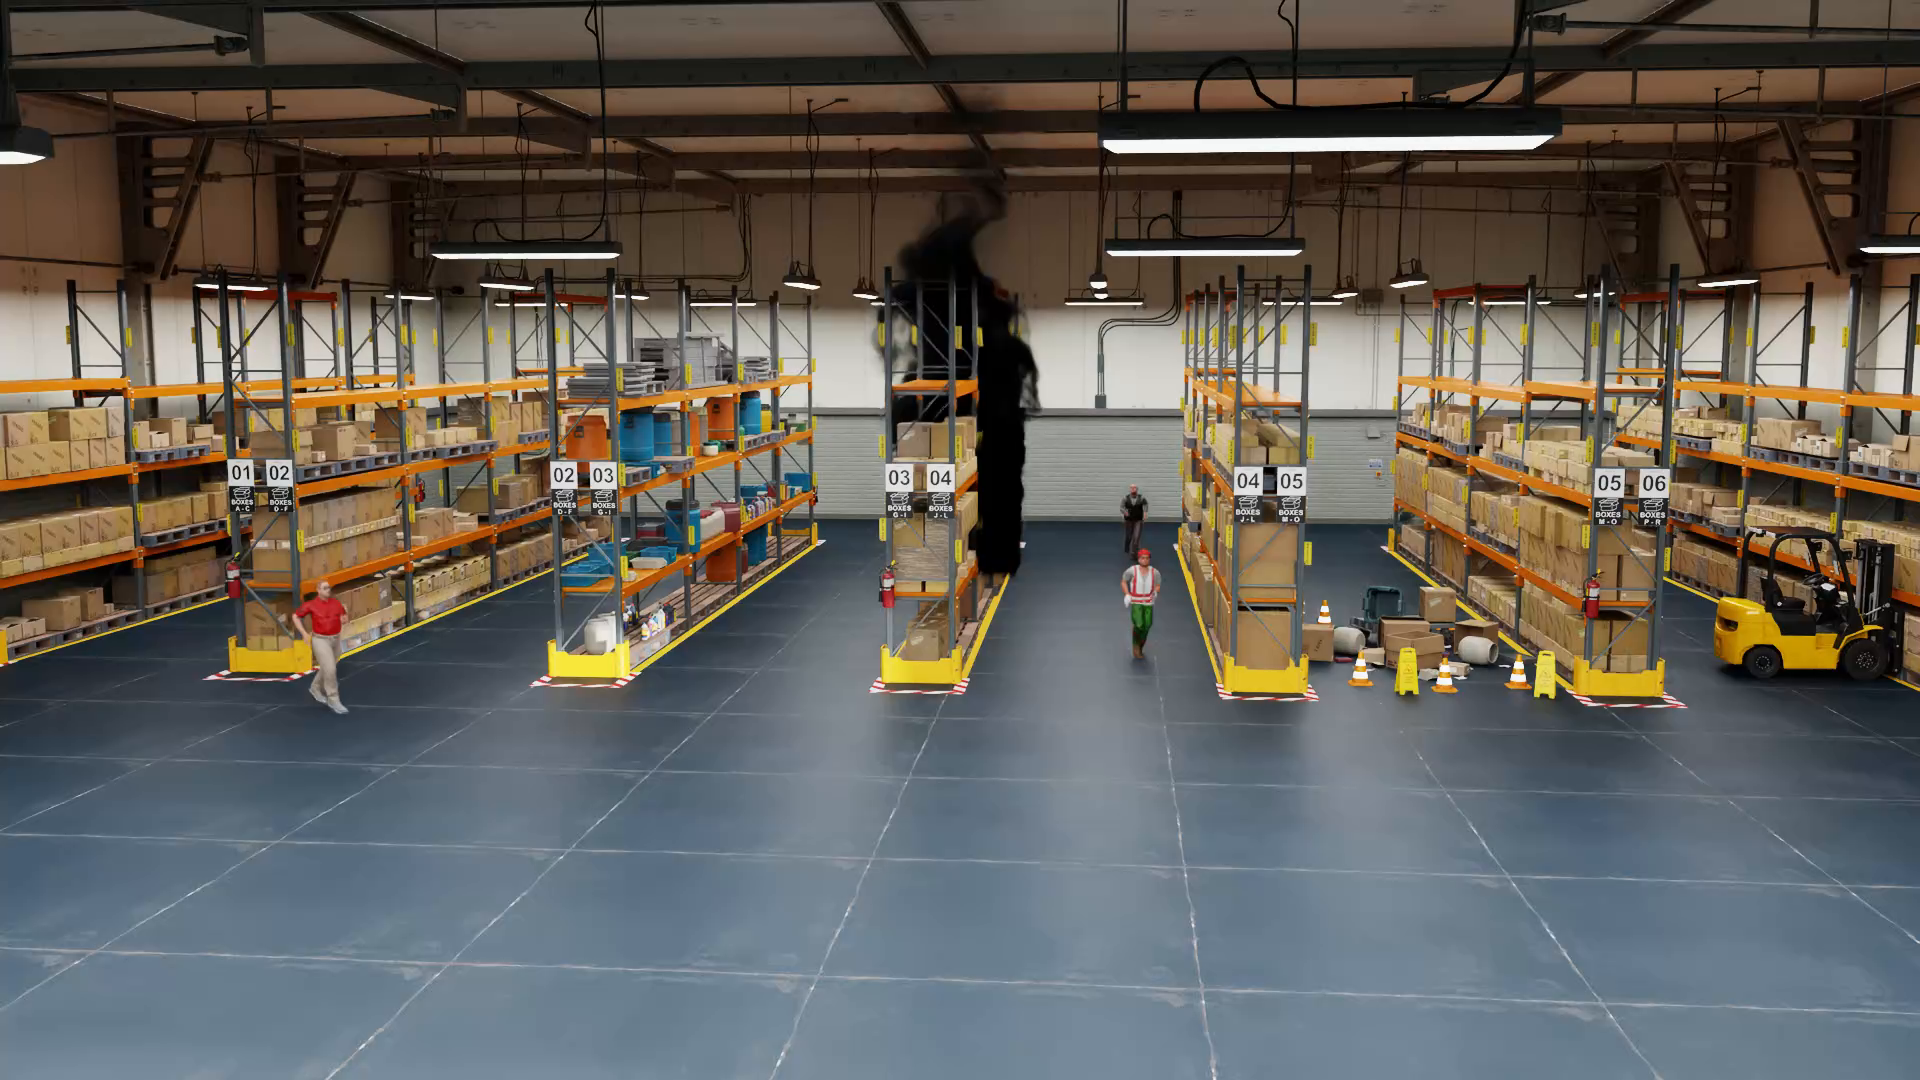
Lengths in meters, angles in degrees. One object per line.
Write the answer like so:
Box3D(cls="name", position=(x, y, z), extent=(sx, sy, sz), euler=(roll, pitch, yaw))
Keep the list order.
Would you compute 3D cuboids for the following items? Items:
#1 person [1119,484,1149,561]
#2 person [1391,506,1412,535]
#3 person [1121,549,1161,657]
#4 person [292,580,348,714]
Box3D(cls="person", position=(3.952, -0.418, 37.750), extent=(0.670, 1.725, 0.888), euler=(1, 7, 6))
Box3D(cls="person", position=(10.806, -0.757, 40.495), extent=(0.596, 1.720, 0.761), euler=(6, 9, 43))
Box3D(cls="person", position=(2.845, 0.993, 25.856), extent=(0.582, 1.723, 0.696), euler=(-1, 7, -9))
Box3D(cls="person", position=(-8.547, 1.419, 22.429), extent=(0.888, 1.767, 0.649), euler=(4, 8, 28))
